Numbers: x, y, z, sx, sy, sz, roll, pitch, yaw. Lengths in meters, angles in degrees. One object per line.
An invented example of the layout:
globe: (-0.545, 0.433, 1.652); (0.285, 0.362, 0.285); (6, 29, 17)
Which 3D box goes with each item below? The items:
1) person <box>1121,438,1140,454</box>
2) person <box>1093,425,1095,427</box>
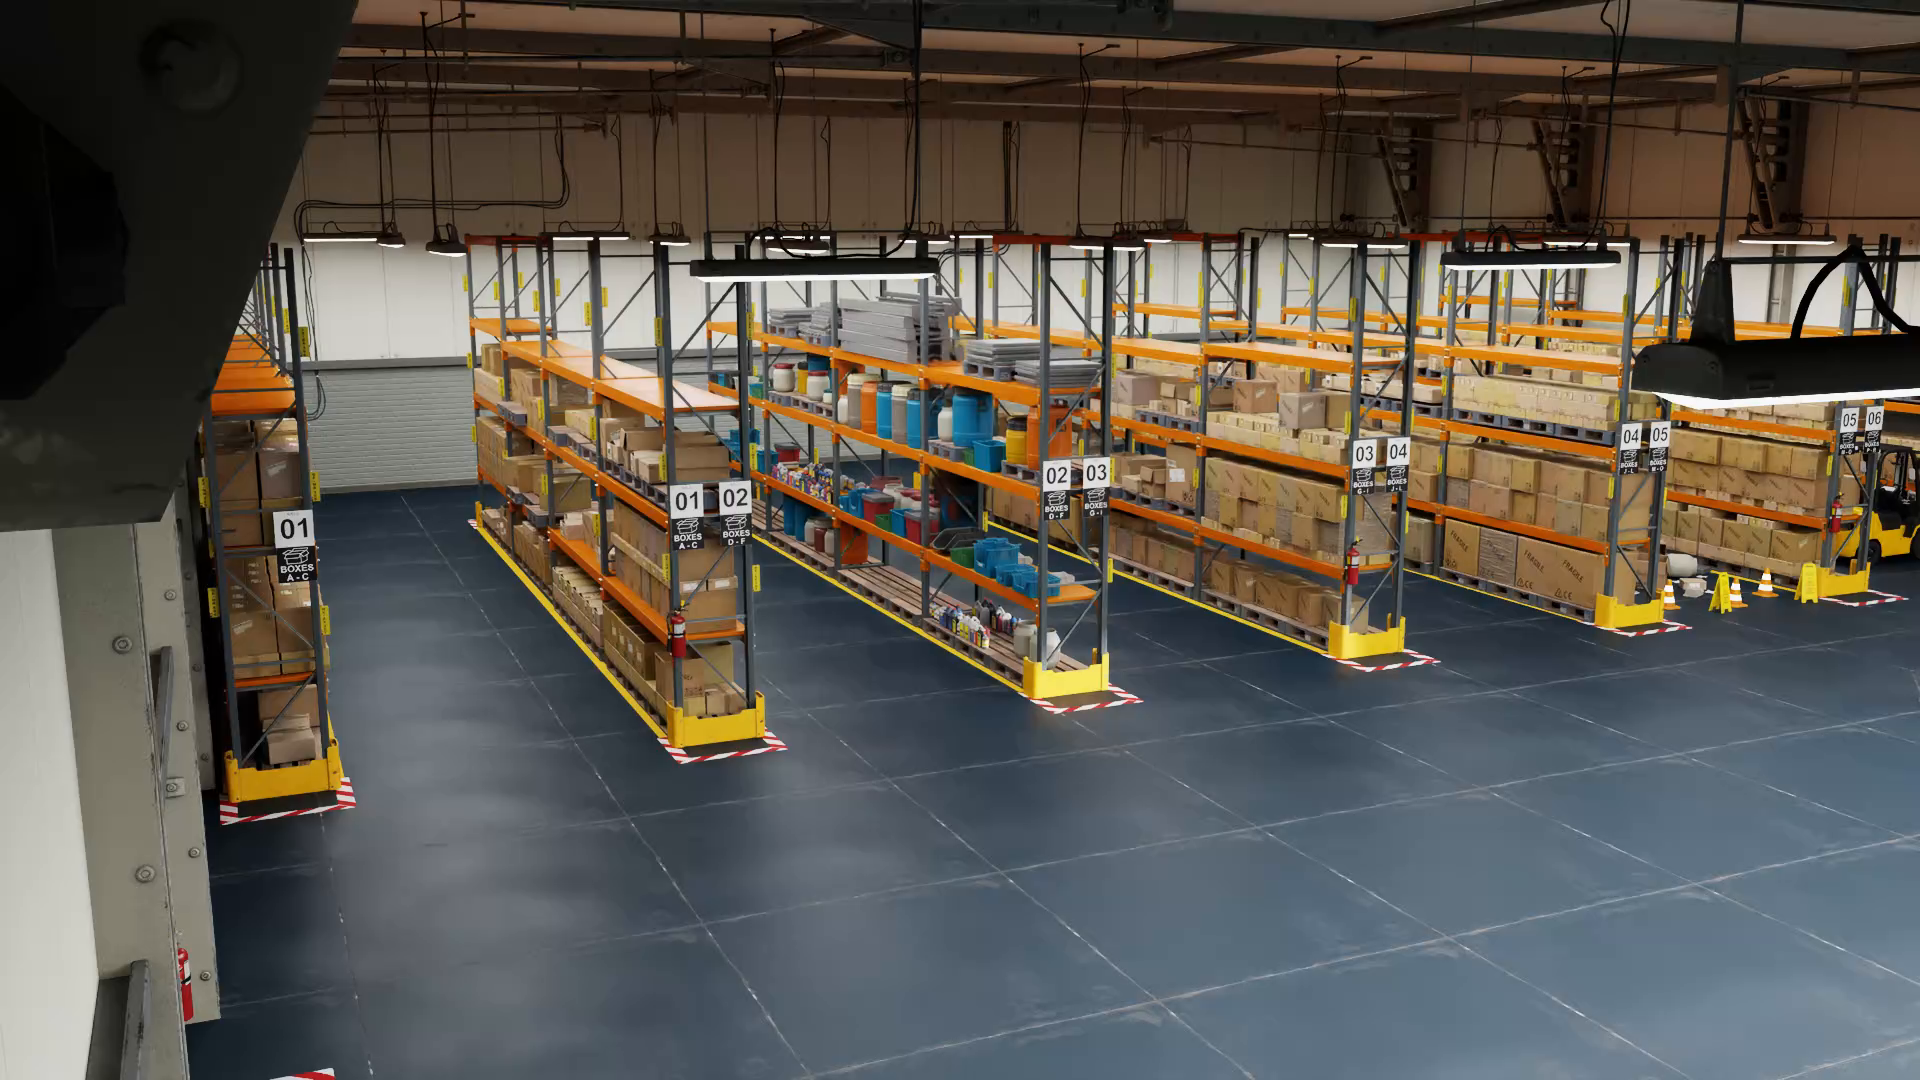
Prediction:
person: (4.321, -2.561, 41.873); (0.692, 1.699, 0.749); (3, 11, 15)
person: (3.018, -1.885, 38.680); (0.603, 1.612, 0.522); (-4, 12, -18)
